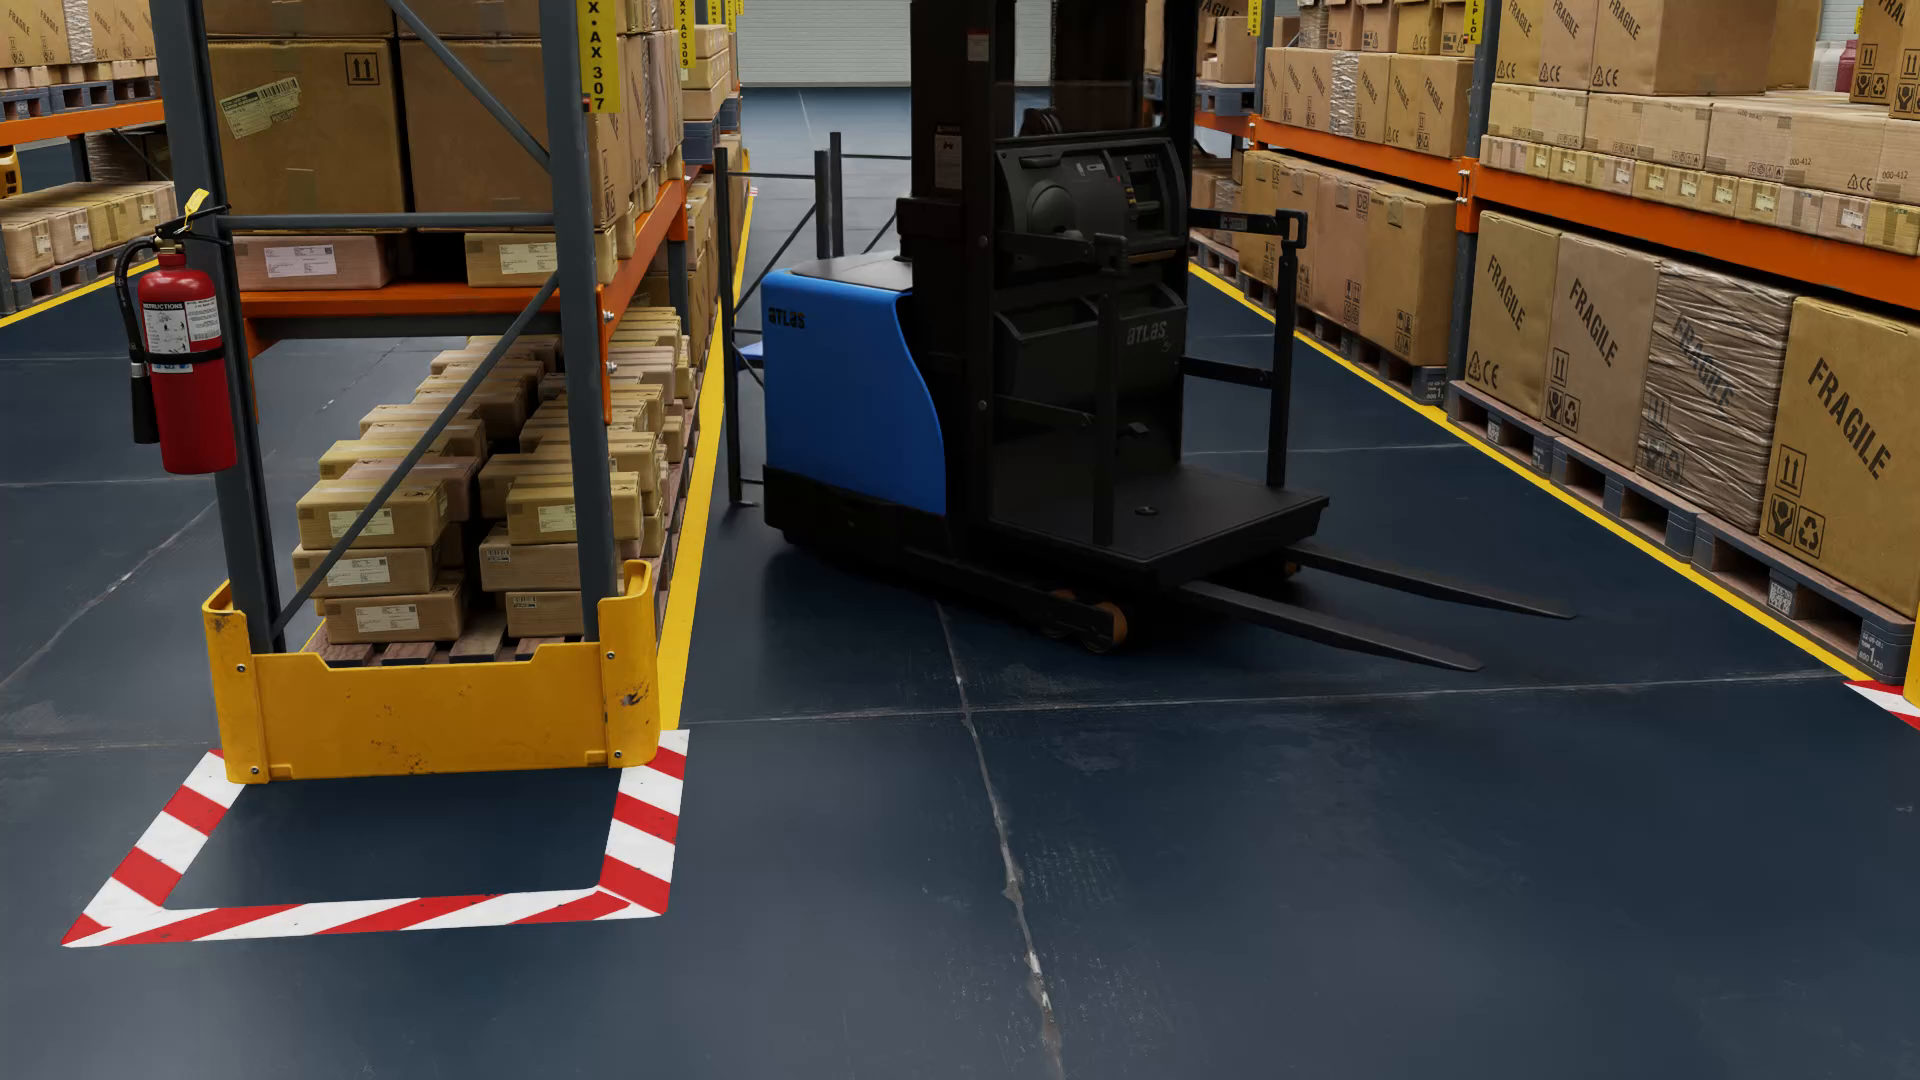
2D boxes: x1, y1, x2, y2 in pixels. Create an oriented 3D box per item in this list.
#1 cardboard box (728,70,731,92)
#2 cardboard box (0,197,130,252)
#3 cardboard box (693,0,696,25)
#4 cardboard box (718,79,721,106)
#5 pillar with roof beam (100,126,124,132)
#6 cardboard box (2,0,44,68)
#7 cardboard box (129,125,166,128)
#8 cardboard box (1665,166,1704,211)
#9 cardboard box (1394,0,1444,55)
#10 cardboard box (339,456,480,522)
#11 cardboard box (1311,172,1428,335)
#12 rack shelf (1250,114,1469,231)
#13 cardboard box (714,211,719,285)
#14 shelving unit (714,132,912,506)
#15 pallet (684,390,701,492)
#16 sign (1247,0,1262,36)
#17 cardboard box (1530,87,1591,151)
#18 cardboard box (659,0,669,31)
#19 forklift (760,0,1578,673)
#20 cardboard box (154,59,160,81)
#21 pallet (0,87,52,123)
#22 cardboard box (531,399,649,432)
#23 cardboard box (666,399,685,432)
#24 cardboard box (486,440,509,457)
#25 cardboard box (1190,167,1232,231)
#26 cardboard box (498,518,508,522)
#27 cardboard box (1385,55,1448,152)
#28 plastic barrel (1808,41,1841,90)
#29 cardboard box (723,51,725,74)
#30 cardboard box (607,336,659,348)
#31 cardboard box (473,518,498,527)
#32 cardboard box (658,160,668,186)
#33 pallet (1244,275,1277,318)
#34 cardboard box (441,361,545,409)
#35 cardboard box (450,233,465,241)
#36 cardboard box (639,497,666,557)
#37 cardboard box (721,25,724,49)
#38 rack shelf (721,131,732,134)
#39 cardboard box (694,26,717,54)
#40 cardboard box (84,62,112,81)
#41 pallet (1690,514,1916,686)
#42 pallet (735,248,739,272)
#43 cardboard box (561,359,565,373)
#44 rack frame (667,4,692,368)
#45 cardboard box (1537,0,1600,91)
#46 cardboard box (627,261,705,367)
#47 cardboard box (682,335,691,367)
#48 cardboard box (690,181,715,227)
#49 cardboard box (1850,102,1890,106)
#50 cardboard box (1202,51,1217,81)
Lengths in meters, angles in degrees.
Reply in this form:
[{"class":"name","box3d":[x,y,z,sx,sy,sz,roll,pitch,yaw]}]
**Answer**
[{"class":"cardboard box","box3d":[-1.766,-3.139,11.385,0.380,0.149,0.250,-1,17,-5]},{"class":"cardboard box","box3d":[-7.393,-2.569,13.538,0.950,0.372,0.625,-1,17,-4]},{"class":"cardboard box","box3d":[-2.364,-4.000,12.576,0.700,0.500,0.500,-2,18,-6]},{"class":"cardboard box","box3d":[-1.585,-2.600,9.670,0.380,0.149,0.250,-2,18,-7]},{"class":"pillar with roof beam","box3d":[-10.730,-11.572,28.514,9.100,9.000,0.400,-2,18,-6]},{"class":"cardboard box","box3d":[-7.065,-3.694,12.072,0.500,0.500,0.500,-1,17,-3]},{"class":"cardboard box","box3d":[-8.036,-3.917,16.785,0.500,0.500,0.500,-1,17,-3]},{"class":"cardboard box","box3d":[2.973,-1.362,6.427,0.380,0.149,0.250,-1,17,-5]},{"class":"cardboard box","box3d":[2.949,-3.044,9.522,0.797,0.503,0.637,-2,17,-5]},{"class":"cardboard box","box3d":[-1.725,-0.158,5.238,0.380,0.149,0.250,-1,17,-5]},{"class":"cardboard box","box3d":[2.903,-1.765,10.138,1.225,0.875,0.875,-2,18,-8]},{"class":"rack shelf","box3d":[2.876,-2.375,10.435,1.077,0.370,4.000,-2,18,-6]},{"class":"cardboard box","box3d":[-1.947,-2.011,11.546,0.500,0.500,0.500,-2,18,-6]},{"class":"shelving unit","box3d":[-0.561,-0.991,7.328,0.538,1.500,1.048,7,19,22]},{"class":"pallet","box3d":[-1.757,-0.470,7.821,1.003,0.211,1.213,-2,18,-6]},{"class":"sign","box3d":[2.131,-3.809,12.002,0.100,0.325,0.005,-2,18,-6]},{"class":"cardboard box","box3d":[2.916,-1.896,7.463,0.500,0.250,0.500,-2,18,-6]},{"class":"cardboard box","box3d":[-1.486,-2.380,6.919,0.500,0.500,0.500,-2,18,-7]},{"class":"forklift","box3d":[0.621,-1.201,5.608,3.031,2.935,1.130,16,24,42]},{"class":"cardboard box","box3d":[-7.368,-4.529,15.432,0.500,0.500,0.500,-2,18,-6]},{"class":"pallet","box3d":[-7.367,-3.125,11.945,1.213,0.211,1.003,-2,18,-6]},{"class":"cardboard box","box3d":[-1.339,-0.410,6.040,0.380,0.149,0.250,-1,17,-3]},{"class":"cardboard box","box3d":[-1.447,-0.576,7.564,0.380,0.149,0.250,-2,18,-7]},{"class":"cardboard box","box3d":[-1.917,-0.324,6.262,0.380,0.149,0.250,-1,17,-3]},{"class":"cardboard box","box3d":[2.387,-3.030,14.760,0.700,0.500,0.500,-3,18,-10]},{"class":"cardboard box","box3d":[-1.333,-0.107,5.572,0.380,0.149,0.250,-2,17,-5]},{"class":"cardboard box","box3d":[2.718,-2.449,9.302,0.500,0.500,0.500,-1,17,-4]},{"class":"plastic barrel","box3d":[7.234,-3.946,14.051,0.421,0.512,0.421,0,17,0]},{"class":"cardboard box","box3d":[-1.663,-2.974,10.363,0.380,0.149,0.250,-2,18,-6]},{"class":"cardboard box","box3d":[-1.518,-0.797,7.272,0.380,0.149,0.250,-1,17,-4]},{"class":"cardboard box","box3d":[-1.818,-0.026,5.811,0.380,0.149,0.250,-2,18,-5]},{"class":"cardboard box","box3d":[-1.496,-1.647,7.334,0.380,0.149,0.250,-1,17,-3]},{"class":"pallet","box3d":[2.676,-1.746,11.888,1.003,0.211,1.213,-2,18,-6]},{"class":"cardboard box","box3d":[-1.883,-0.623,6.717,0.380,0.149,0.250,-3,18,-8]},{"class":"cardboard box","box3d":[-1.841,-1.080,5.530,0.380,0.149,0.250,-3,18,-8]},{"class":"cardboard box","box3d":[-1.243,-0.042,5.863,0.380,0.149,0.250,-2,17,-5]},{"class":"cardboard box","box3d":[-1.667,-3.119,10.329,0.380,0.149,0.250,-2,18,-6]},{"class":"rack shelf","box3d":[-2.481,-3.444,13.839,1.077,0.370,4.000,-2,18,-6]},{"class":"cardboard box","box3d":[-1.527,-2.729,9.087,0.380,0.149,0.250,-2,18,-6]},{"class":"cardboard box","box3d":[-7.182,-3.831,13.590,0.380,0.149,0.250,-2,18,-6]},{"class":"pallet","box3d":[3.334,0.164,5.802,1.003,0.211,1.213,-2,18,-6]},{"class":"pallet","box3d":[-2.403,-2.460,14.162,1.003,0.211,1.213,-2,18,-6]},{"class":"cardboard box","box3d":[-1.966,-0.719,7.523,0.380,0.149,0.250,-2,18,-6]},{"class":"rack frame","box3d":[-1.862,-1.999,8.037,1.000,3.000,0.127,-2,18,-6]},{"class":"cardboard box","box3d":[2.920,-2.253,7.347,0.500,0.500,0.500,-2,18,-6]},{"class":"cardboard box","box3d":[-1.674,-1.235,9.076,0.500,0.500,0.500,-1,17,-3]},{"class":"cardboard box","box3d":[-1.513,-0.897,8.089,0.380,0.149,0.250,-1,17,-5]},{"class":"cardboard box","box3d":[-1.880,-2.211,10.931,0.500,0.250,0.500,-2,17,-5]},{"class":"cardboard box","box3d":[3.605,-1.457,6.063,0.500,0.250,0.500,-2,18,-7]},{"class":"cardboard box","box3d":[2.229,-3.939,13.739,0.396,0.266,0.258,-2,18,-7]}]
